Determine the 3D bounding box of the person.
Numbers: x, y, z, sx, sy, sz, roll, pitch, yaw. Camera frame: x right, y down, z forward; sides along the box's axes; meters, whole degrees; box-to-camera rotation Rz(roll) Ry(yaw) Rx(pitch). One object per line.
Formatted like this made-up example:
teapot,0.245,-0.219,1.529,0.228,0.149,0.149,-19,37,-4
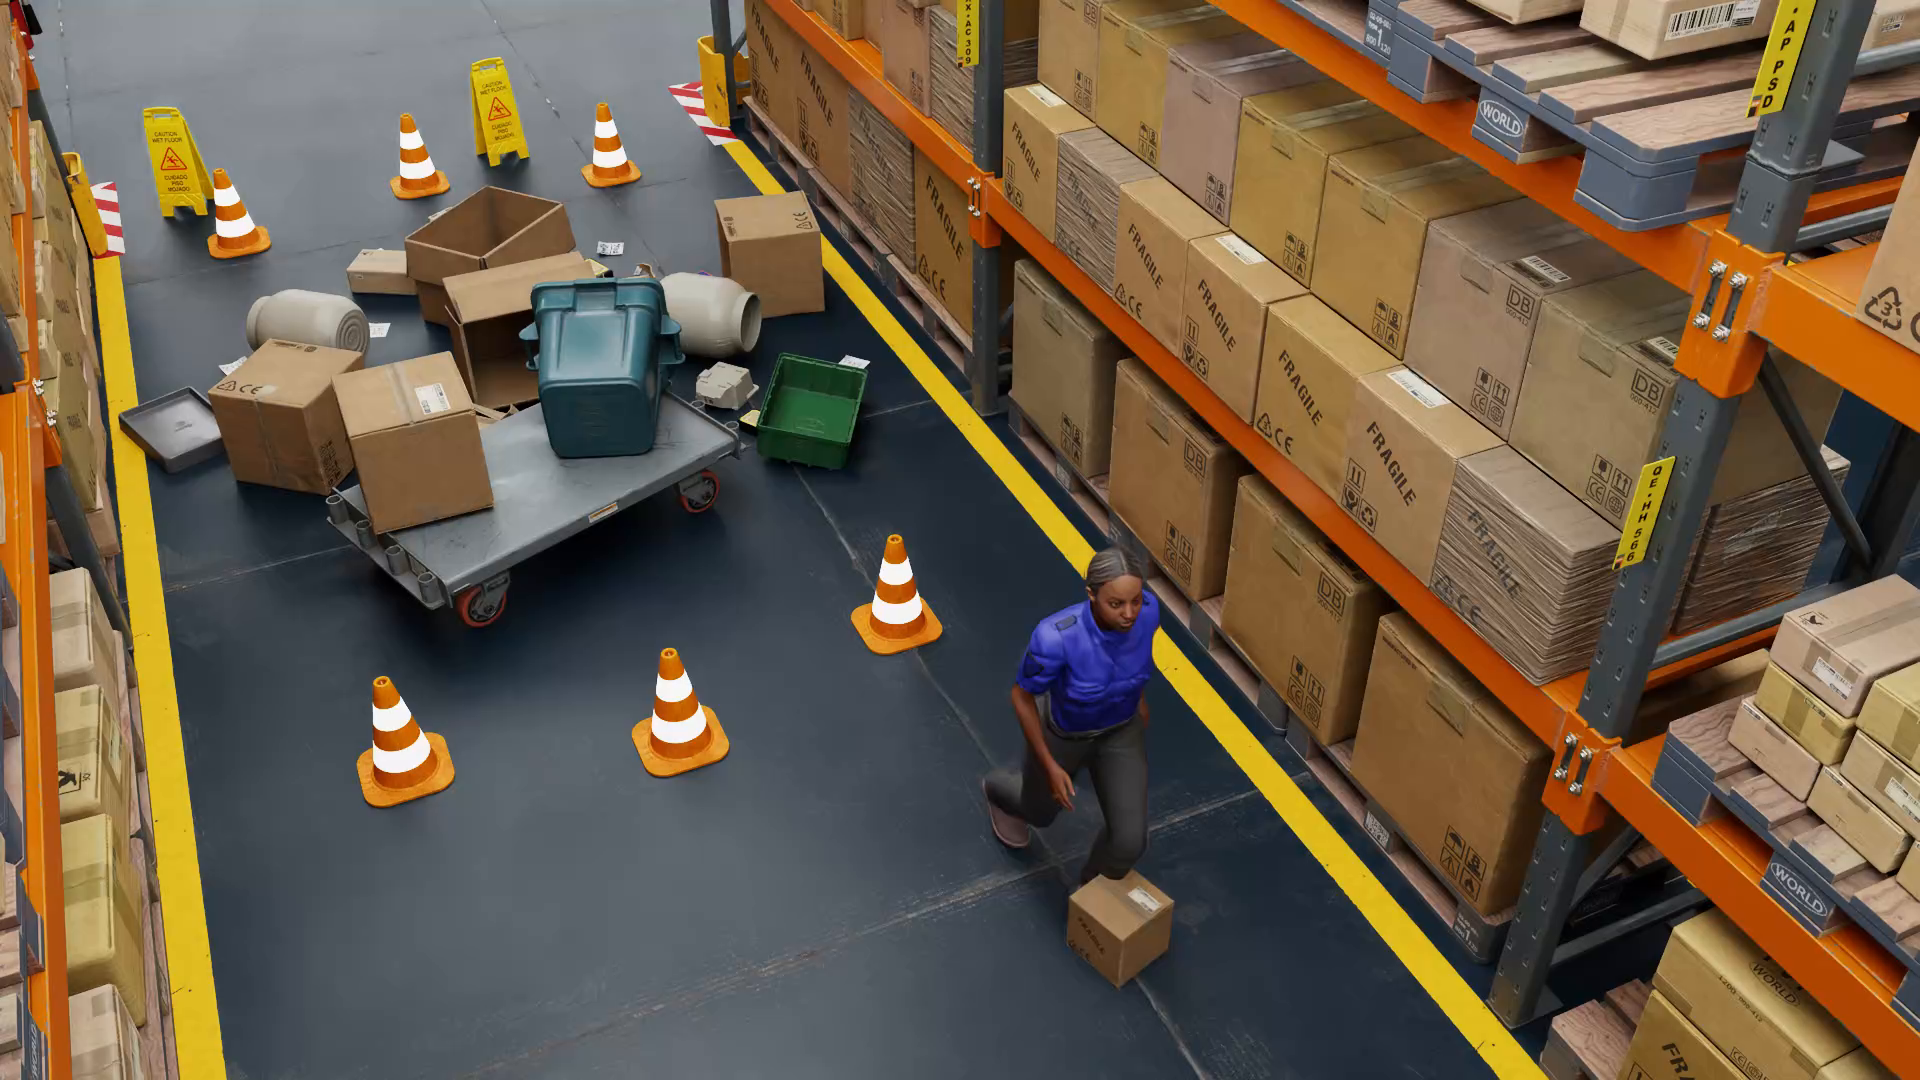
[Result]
person,0.362,0.557,5.455,0.520,1.602,0.760,-11,39,-14
